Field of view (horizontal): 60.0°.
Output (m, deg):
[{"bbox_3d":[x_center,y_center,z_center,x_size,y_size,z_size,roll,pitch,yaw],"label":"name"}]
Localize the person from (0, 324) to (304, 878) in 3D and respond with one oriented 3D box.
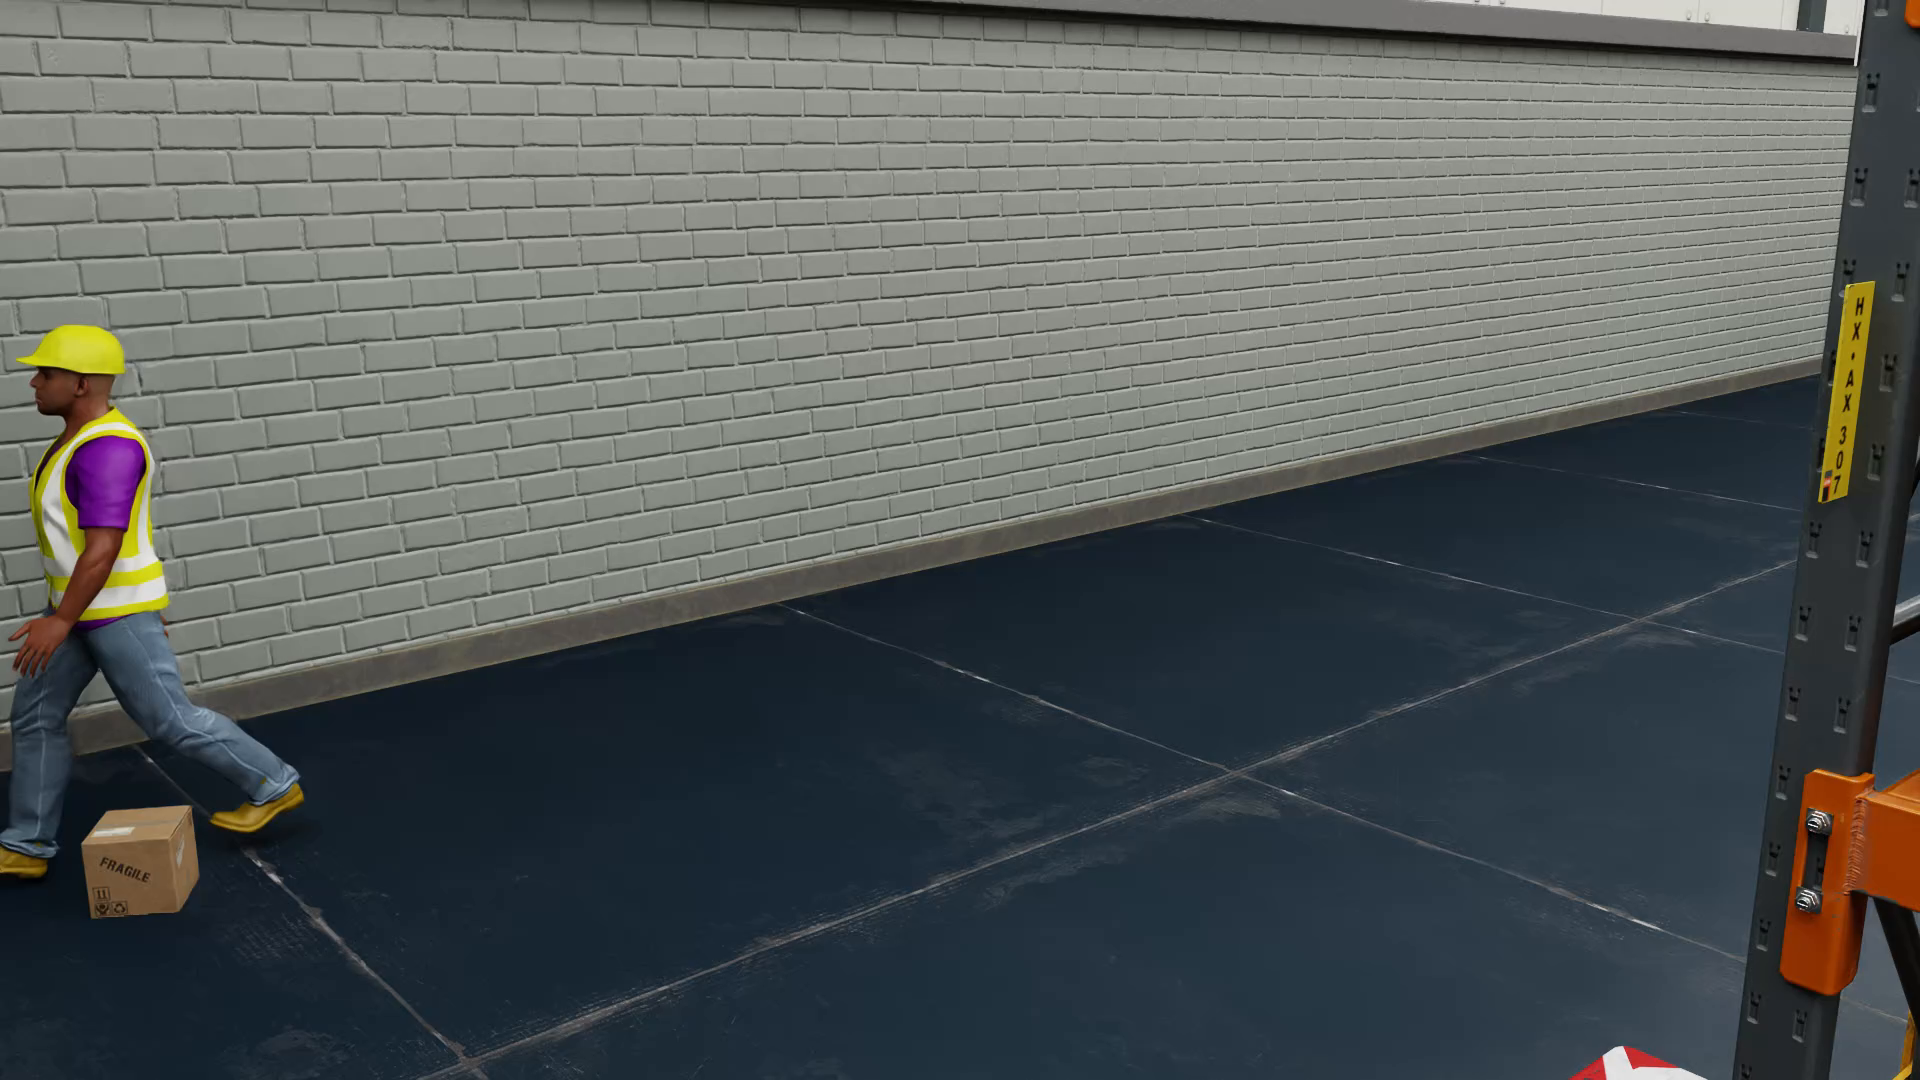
[{"bbox_3d":[-2.666,0.201,5.150,1.050,1.724,0.578,-11,18,-38],"label":"person"}]
